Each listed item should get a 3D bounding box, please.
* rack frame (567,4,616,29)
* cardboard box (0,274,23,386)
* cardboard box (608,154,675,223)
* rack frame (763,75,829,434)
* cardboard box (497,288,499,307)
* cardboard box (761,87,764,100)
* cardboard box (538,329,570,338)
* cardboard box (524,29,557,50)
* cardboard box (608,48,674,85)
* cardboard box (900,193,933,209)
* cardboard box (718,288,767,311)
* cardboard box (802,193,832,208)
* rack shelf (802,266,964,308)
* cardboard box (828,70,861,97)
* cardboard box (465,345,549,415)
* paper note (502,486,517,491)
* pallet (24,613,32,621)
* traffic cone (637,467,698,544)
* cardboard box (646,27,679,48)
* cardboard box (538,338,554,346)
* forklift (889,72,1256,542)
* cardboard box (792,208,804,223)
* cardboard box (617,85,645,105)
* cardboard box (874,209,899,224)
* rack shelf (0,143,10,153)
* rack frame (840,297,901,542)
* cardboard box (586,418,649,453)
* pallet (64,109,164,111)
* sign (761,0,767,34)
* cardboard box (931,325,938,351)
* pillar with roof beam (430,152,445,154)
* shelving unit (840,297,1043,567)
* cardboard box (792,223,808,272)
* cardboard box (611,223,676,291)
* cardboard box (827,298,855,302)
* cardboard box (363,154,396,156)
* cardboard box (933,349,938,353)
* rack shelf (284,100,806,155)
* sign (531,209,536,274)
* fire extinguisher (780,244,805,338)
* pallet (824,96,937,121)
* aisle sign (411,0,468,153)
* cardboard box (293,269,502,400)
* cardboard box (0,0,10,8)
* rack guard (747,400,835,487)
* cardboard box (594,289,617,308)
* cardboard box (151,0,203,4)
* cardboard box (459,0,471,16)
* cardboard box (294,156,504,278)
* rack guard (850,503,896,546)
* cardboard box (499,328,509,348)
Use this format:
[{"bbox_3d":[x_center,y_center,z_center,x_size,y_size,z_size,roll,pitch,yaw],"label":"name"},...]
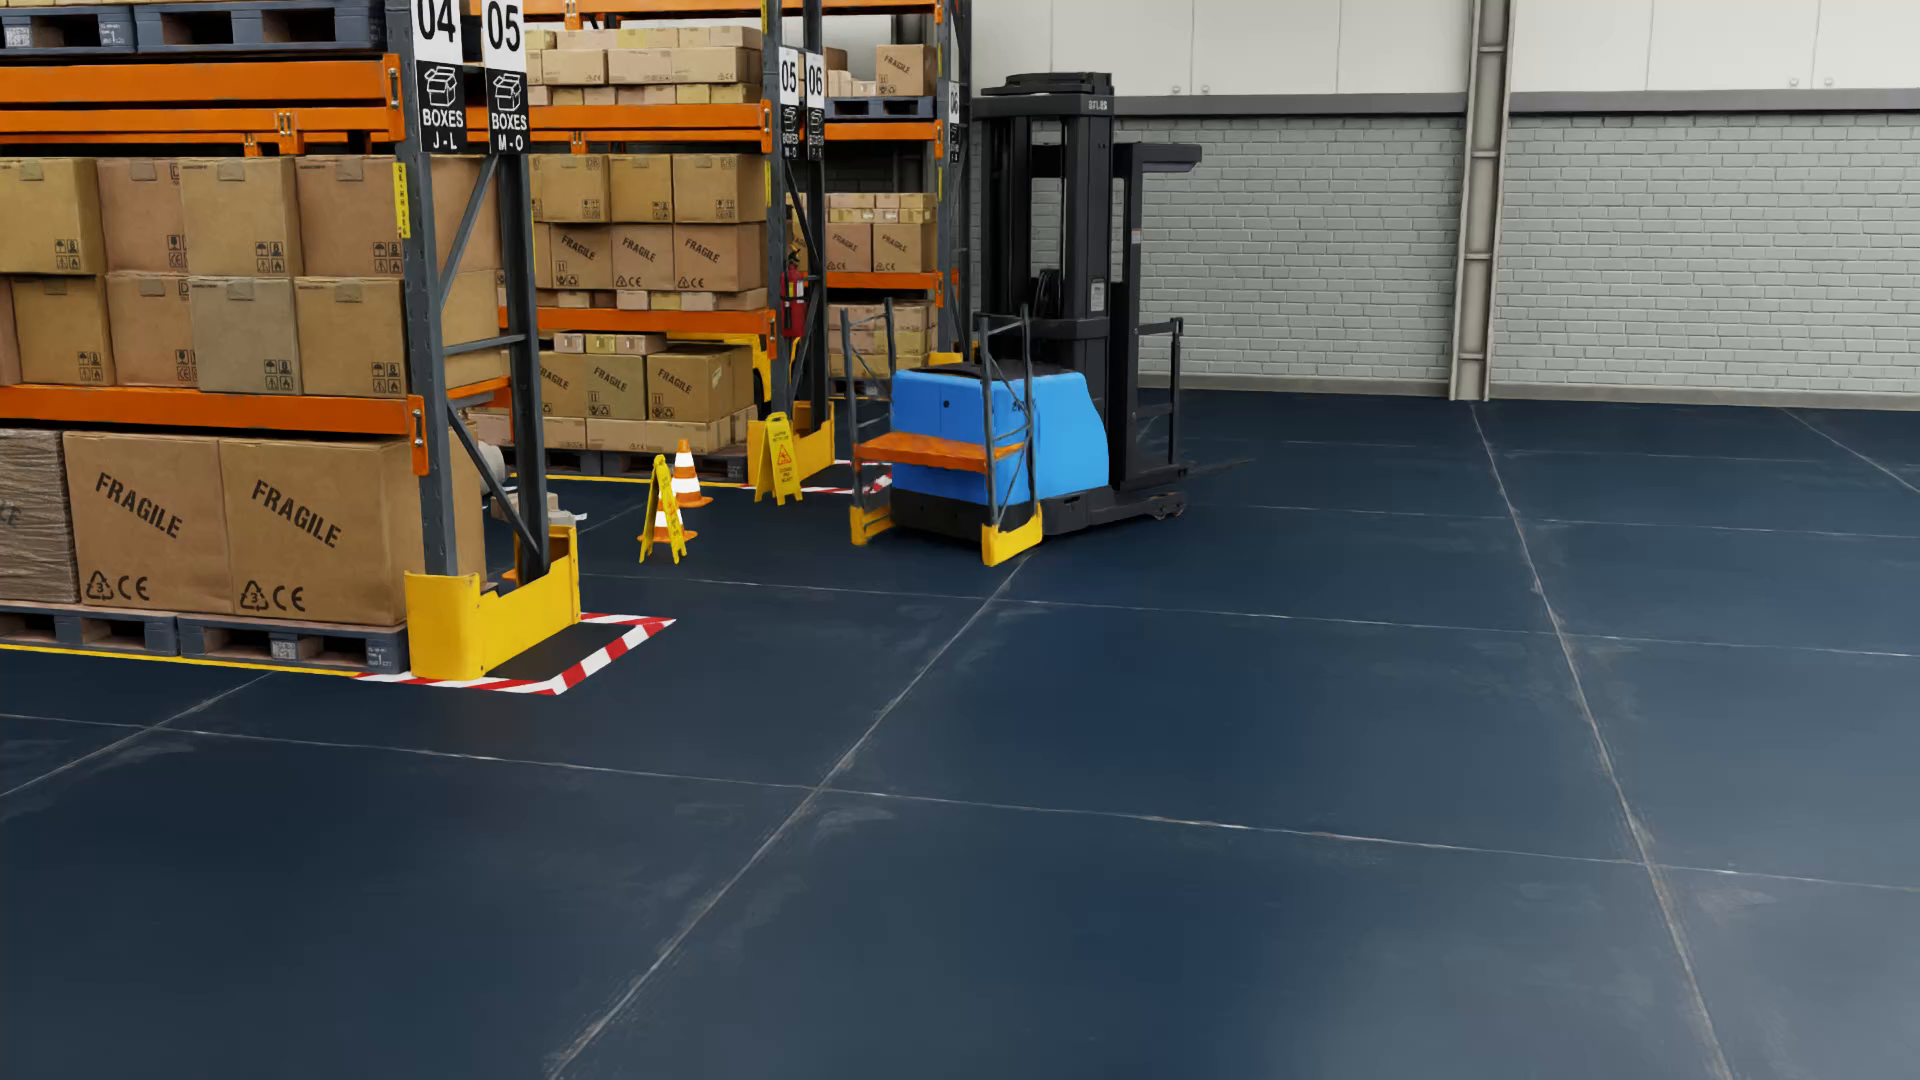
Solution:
[{"bbox_3d":[-3.937,-6.162,17.730,0.127,3.000,1.000,3,13,14],"label":"rack frame"},{"bbox_3d":[-4.814,-1.123,8.522,0.550,0.550,0.875,3,13,14],"label":"cardboard box"},{"bbox_3d":[-2.276,-2.672,12.625,0.500,0.500,0.700,3,13,14],"label":"cardboard box"},{"bbox_3d":[-1.239,-1.981,12.738,0.127,3.000,1.000,3,13,14],"label":"rack frame"},{"bbox_3d":[-3.653,-1.914,13.015,0.250,0.149,0.380,3,13,14],"label":"cardboard box"},{"bbox_3d":[-1.483,-3.408,12.826,0.250,0.149,0.380,3,13,14],"label":"cardboard box"},{"bbox_3d":[-4.446,-2.303,18.703,0.625,0.625,0.875,4,13,16],"label":"cardboard box"},{"bbox_3d":[-3.135,-3.740,12.480,0.250,0.149,0.380,3,13,15],"label":"cardboard box"},{"bbox_3d":[-2.285,-3.517,12.393,0.500,0.250,0.500,3,13,13],"label":"cardboard box"},{"bbox_3d":[-0.451,-3.510,17.215,0.250,0.149,0.380,3,13,14],"label":"cardboard box"},{"bbox_3d":[-1.653,-1.833,12.650,0.250,0.149,0.380,4,13,15],"label":"cardboard box"},{"bbox_3d":[-1.462,-3.543,17.363,0.250,0.149,0.380,3,13,15],"label":"cardboard box"},{"bbox_3d":[-1.995,-2.778,17.990,4.000,0.370,1.077,3,13,14],"label":"rack shelf"},{"bbox_3d":[-1.177,-4.670,17.043,0.258,0.266,0.396,3,13,14],"label":"cardboard box"},{"bbox_3d":[-3.589,-1.278,13.214,0.500,0.500,0.500,4,13,16],"label":"cardboard box"},{"bbox_3d":[-3.365,-0.392,12.431,0.148,0.019,0.142,-1,13,-6],"label":"paper note"},{"bbox_3d":[-5.491,0.275,9.009,1.213,0.211,1.003,3,13,14],"label":"pallet"},{"bbox_3d":[-1.901,-0.243,10.759,0.334,0.463,0.336,3,13,14],"label":"traffic cone"},{"bbox_3d":[-2.131,-3.699,12.293,0.250,0.149,0.380,3,13,13],"label":"cardboard box"},{"bbox_3d":[-3.494,-1.391,13.725,0.500,0.500,0.500,4,13,17],"label":"cardboard box"},{"bbox_3d":[0.924,-1.637,11.345,1.130,2.935,3.031,12,17,43],"label":"forklift"},{"bbox_3d":[-1.708,-3.411,17.455,0.250,0.149,0.380,3,13,14],"label":"cardboard box"},{"bbox_3d":[-2.381,-3.337,12.503,0.250,0.149,0.380,3,13,14],"label":"cardboard box"},{"bbox_3d":[-0.712,-3.357,17.210,0.250,0.149,0.380,3,13,14],"label":"cardboard box"},{"bbox_3d":[-13.645,-4.865,20.472,4.000,0.370,1.077,3,13,14],"label":"rack shelf"},{"bbox_3d":[-0.539,-0.760,10.577,0.032,1.500,0.500,8,21,33],"label":"rack frame"},{"bbox_3d":[-2.589,-0.858,13.053,0.500,0.250,0.500,3,13,14],"label":"cardboard box"},{"bbox_3d":[-6.704,-3.669,13.854,1.003,0.211,1.213,3,13,14],"label":"pallet"},{"bbox_3d":[-1.391,-3.762,11.796,0.005,0.325,0.100,3,13,14],"label":"sign"},{"bbox_3d":[-0.460,-2.200,17.949,0.500,0.250,0.500,3,13,15],"label":"cardboard box"},{"bbox_3d":[-7.370,-5.586,15.134,0.400,9.000,9.100,3,13,14],"label":"pillar with roof beam"},{"bbox_3d":[-0.125,-0.699,10.304,1.083,1.500,0.587,8,21,33],"label":"shelving unit"},{"bbox_3d":[-1.593,-3.100,17.549,0.500,0.500,0.500,3,13,12],"label":"cardboard box"},{"bbox_3d":[-2.317,-2.172,12.683,0.500,0.500,0.500,3,13,14],"label":"cardboard box"},{"bbox_3d":[-1.443,-2.494,18.120,0.500,0.250,0.500,3,13,13],"label":"cardboard box"},{"bbox_3d":[-4.256,-2.771,13.074,0.500,0.500,0.700,3,13,14],"label":"cardboard box"},{"bbox_3d":[-0.483,-1.954,17.997,0.500,0.250,0.500,3,13,14],"label":"cardboard box"},{"bbox_3d":[-3.180,-3.198,12.959,4.000,0.370,1.077,3,13,14],"label":"rack shelf"},{"bbox_3d":[-2.188,-1.513,8.445,0.005,0.325,0.100,3,13,14],"label":"sign"},{"bbox_3d":[-1.238,-1.841,12.283,0.183,0.674,0.296,3,13,14],"label":"fire extinguisher"},{"bbox_3d":[-0.733,-4.489,17.319,1.213,0.211,1.003,3,13,14],"label":"pallet"},{"bbox_3d":[-2.330,-2.137,7.440,0.004,0.787,0.394,3,13,14],"label":"aisle sign"},{"bbox_3d":[-2.698,-1.018,8.051,0.550,0.550,0.875,3,13,14],"label":"cardboard box"},{"bbox_3d":[-4.461,-2.569,7.842,0.250,0.149,0.380,3,13,14],"label":"cardboard box"},{"bbox_3d":[-1.312,-0.765,13.027,0.348,0.500,1.175,3,13,14],"label":"rack guard"},{"bbox_3d":[-2.642,-1.890,12.909,0.250,0.149,0.380,3,13,14],"label":"cardboard box"},{"bbox_3d":[-3.470,-2.516,7.604,0.250,0.149,0.380,3,13,14],"label":"cardboard box"},{"bbox_3d":[-2.583,-2.616,8.053,0.250,0.149,0.380,3,13,14],"label":"cardboard box"},{"bbox_3d":[-2.678,-1.563,8.013,0.550,0.550,0.875,3,13,14],"label":"cardboard box"},{"bbox_3d":[-0.502,-0.164,10.762,0.087,0.250,0.587,8,21,33],"label":"rack guard"},{"bbox_3d":[-3.746,-1.588,13.116,0.250,0.149,0.380,4,13,17],"label":"cardboard box"}]
